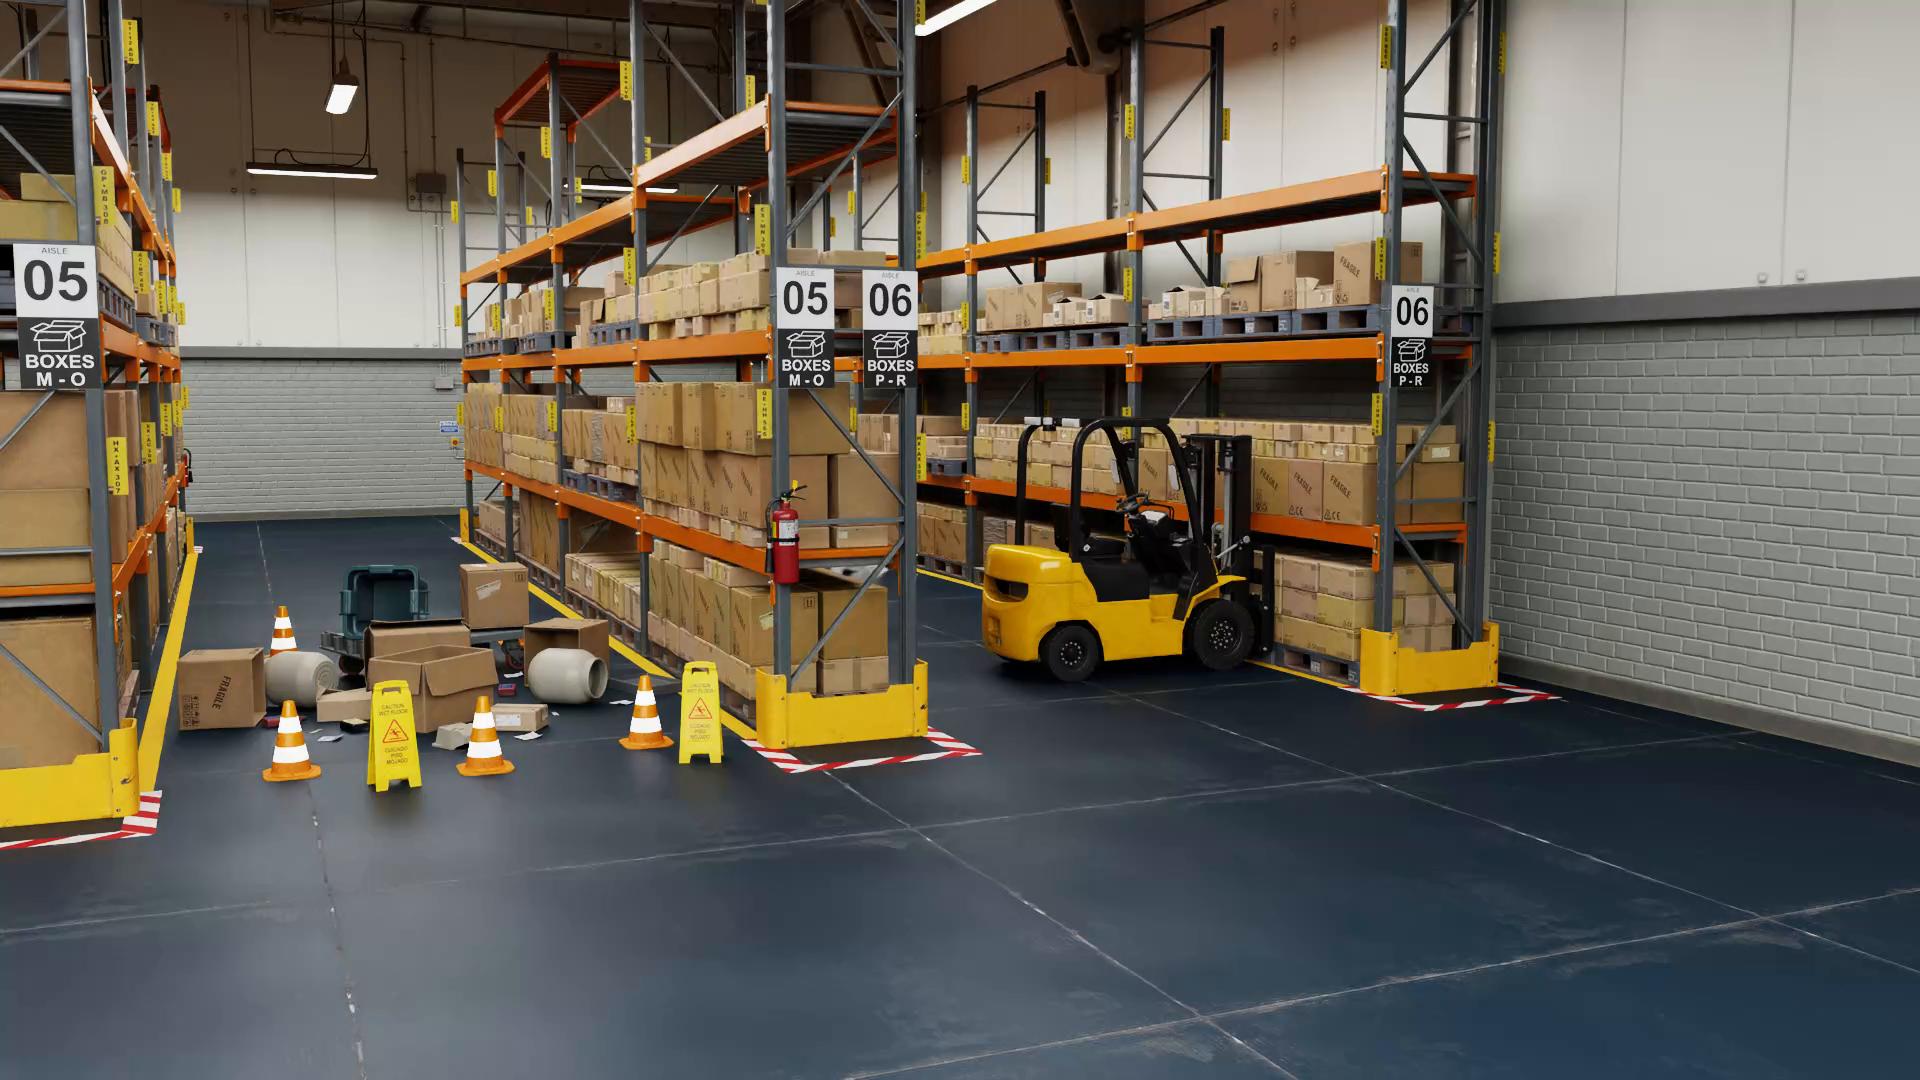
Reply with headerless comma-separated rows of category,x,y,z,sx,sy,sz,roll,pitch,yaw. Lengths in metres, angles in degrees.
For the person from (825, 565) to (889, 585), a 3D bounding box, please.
person,-1.168,0.373,16.753,0.911,1.010,0.534,-3,6,-25
